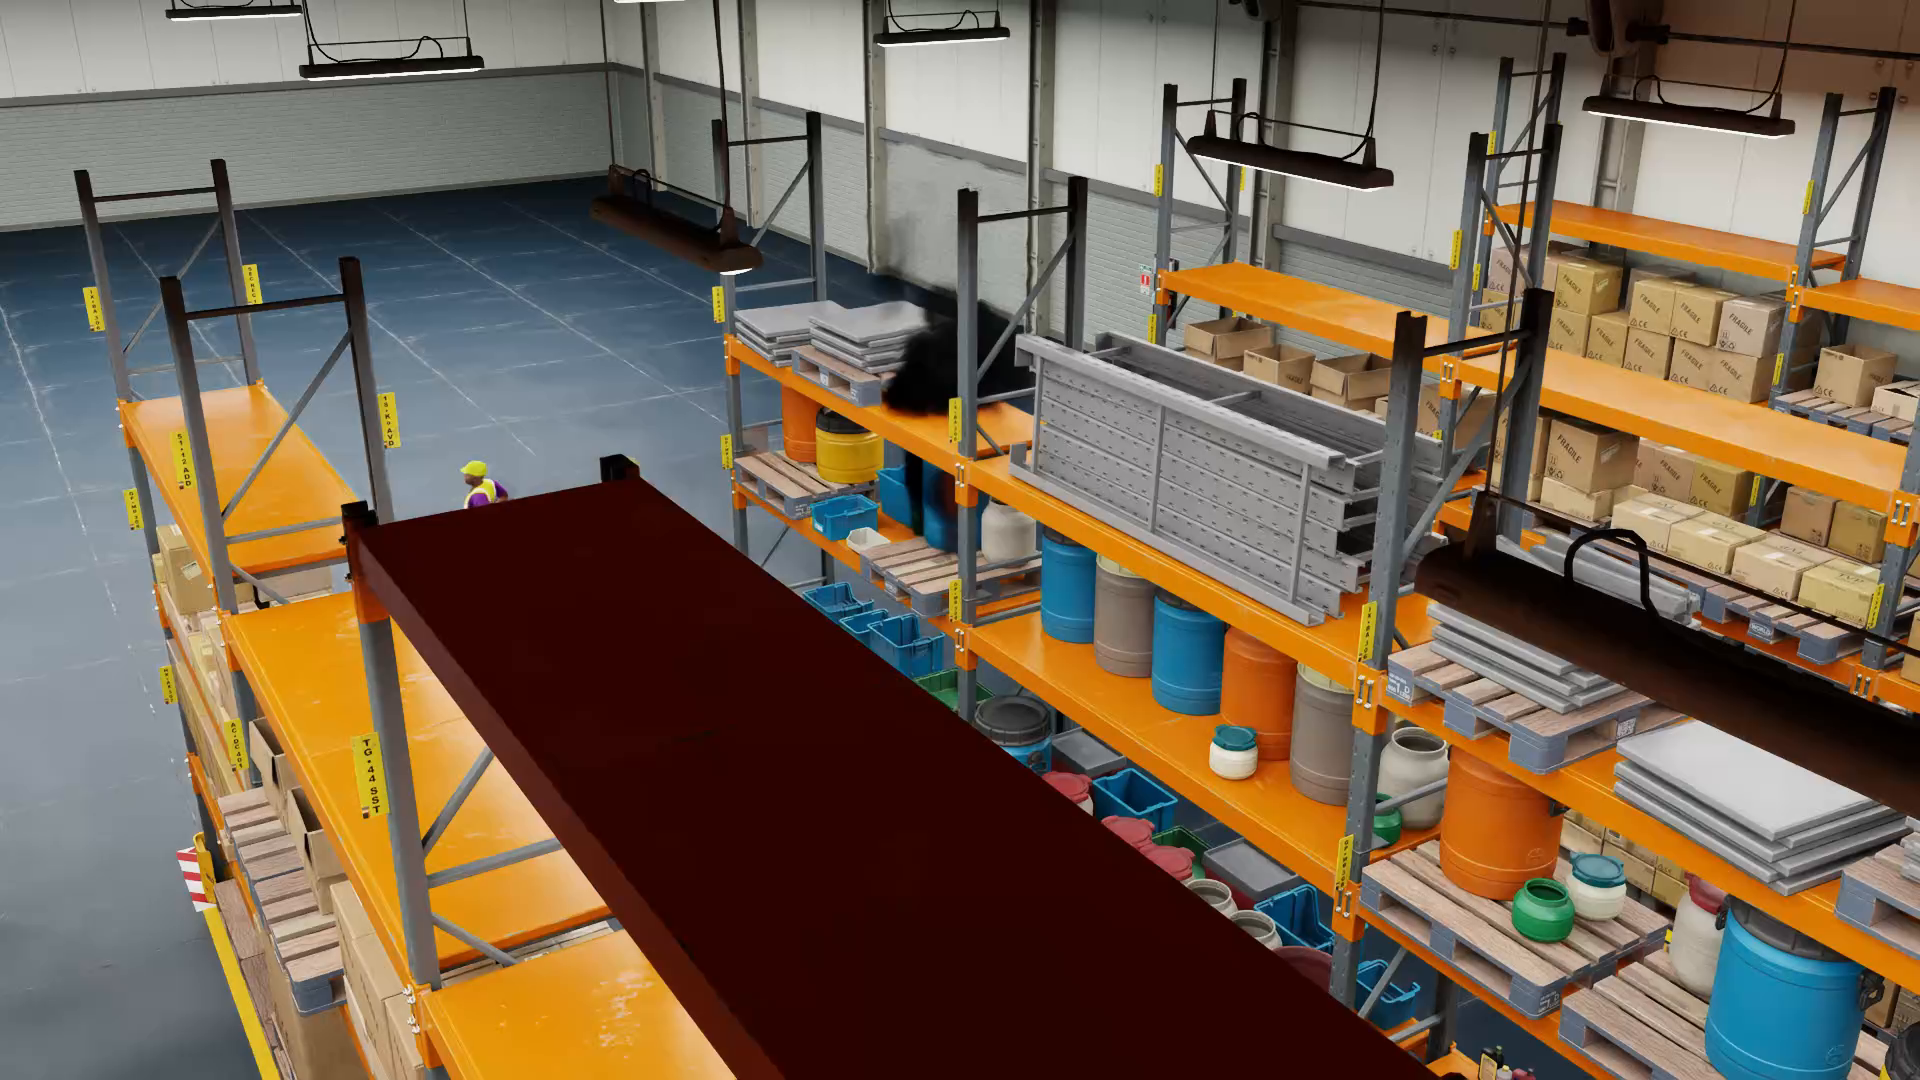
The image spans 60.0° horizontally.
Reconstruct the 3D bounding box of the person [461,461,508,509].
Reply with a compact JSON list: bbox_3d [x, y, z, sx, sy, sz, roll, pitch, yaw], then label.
[{"bbox_3d":[-5.472,-0.070,19.127,0.896,1.776,0.697,-4,22,-9],"label":"person"}]

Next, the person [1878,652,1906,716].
[{"bbox_3d":[8.095,1.716,14.772,0.684,1.776,0.658,-15,26,-33],"label":"person"}]
